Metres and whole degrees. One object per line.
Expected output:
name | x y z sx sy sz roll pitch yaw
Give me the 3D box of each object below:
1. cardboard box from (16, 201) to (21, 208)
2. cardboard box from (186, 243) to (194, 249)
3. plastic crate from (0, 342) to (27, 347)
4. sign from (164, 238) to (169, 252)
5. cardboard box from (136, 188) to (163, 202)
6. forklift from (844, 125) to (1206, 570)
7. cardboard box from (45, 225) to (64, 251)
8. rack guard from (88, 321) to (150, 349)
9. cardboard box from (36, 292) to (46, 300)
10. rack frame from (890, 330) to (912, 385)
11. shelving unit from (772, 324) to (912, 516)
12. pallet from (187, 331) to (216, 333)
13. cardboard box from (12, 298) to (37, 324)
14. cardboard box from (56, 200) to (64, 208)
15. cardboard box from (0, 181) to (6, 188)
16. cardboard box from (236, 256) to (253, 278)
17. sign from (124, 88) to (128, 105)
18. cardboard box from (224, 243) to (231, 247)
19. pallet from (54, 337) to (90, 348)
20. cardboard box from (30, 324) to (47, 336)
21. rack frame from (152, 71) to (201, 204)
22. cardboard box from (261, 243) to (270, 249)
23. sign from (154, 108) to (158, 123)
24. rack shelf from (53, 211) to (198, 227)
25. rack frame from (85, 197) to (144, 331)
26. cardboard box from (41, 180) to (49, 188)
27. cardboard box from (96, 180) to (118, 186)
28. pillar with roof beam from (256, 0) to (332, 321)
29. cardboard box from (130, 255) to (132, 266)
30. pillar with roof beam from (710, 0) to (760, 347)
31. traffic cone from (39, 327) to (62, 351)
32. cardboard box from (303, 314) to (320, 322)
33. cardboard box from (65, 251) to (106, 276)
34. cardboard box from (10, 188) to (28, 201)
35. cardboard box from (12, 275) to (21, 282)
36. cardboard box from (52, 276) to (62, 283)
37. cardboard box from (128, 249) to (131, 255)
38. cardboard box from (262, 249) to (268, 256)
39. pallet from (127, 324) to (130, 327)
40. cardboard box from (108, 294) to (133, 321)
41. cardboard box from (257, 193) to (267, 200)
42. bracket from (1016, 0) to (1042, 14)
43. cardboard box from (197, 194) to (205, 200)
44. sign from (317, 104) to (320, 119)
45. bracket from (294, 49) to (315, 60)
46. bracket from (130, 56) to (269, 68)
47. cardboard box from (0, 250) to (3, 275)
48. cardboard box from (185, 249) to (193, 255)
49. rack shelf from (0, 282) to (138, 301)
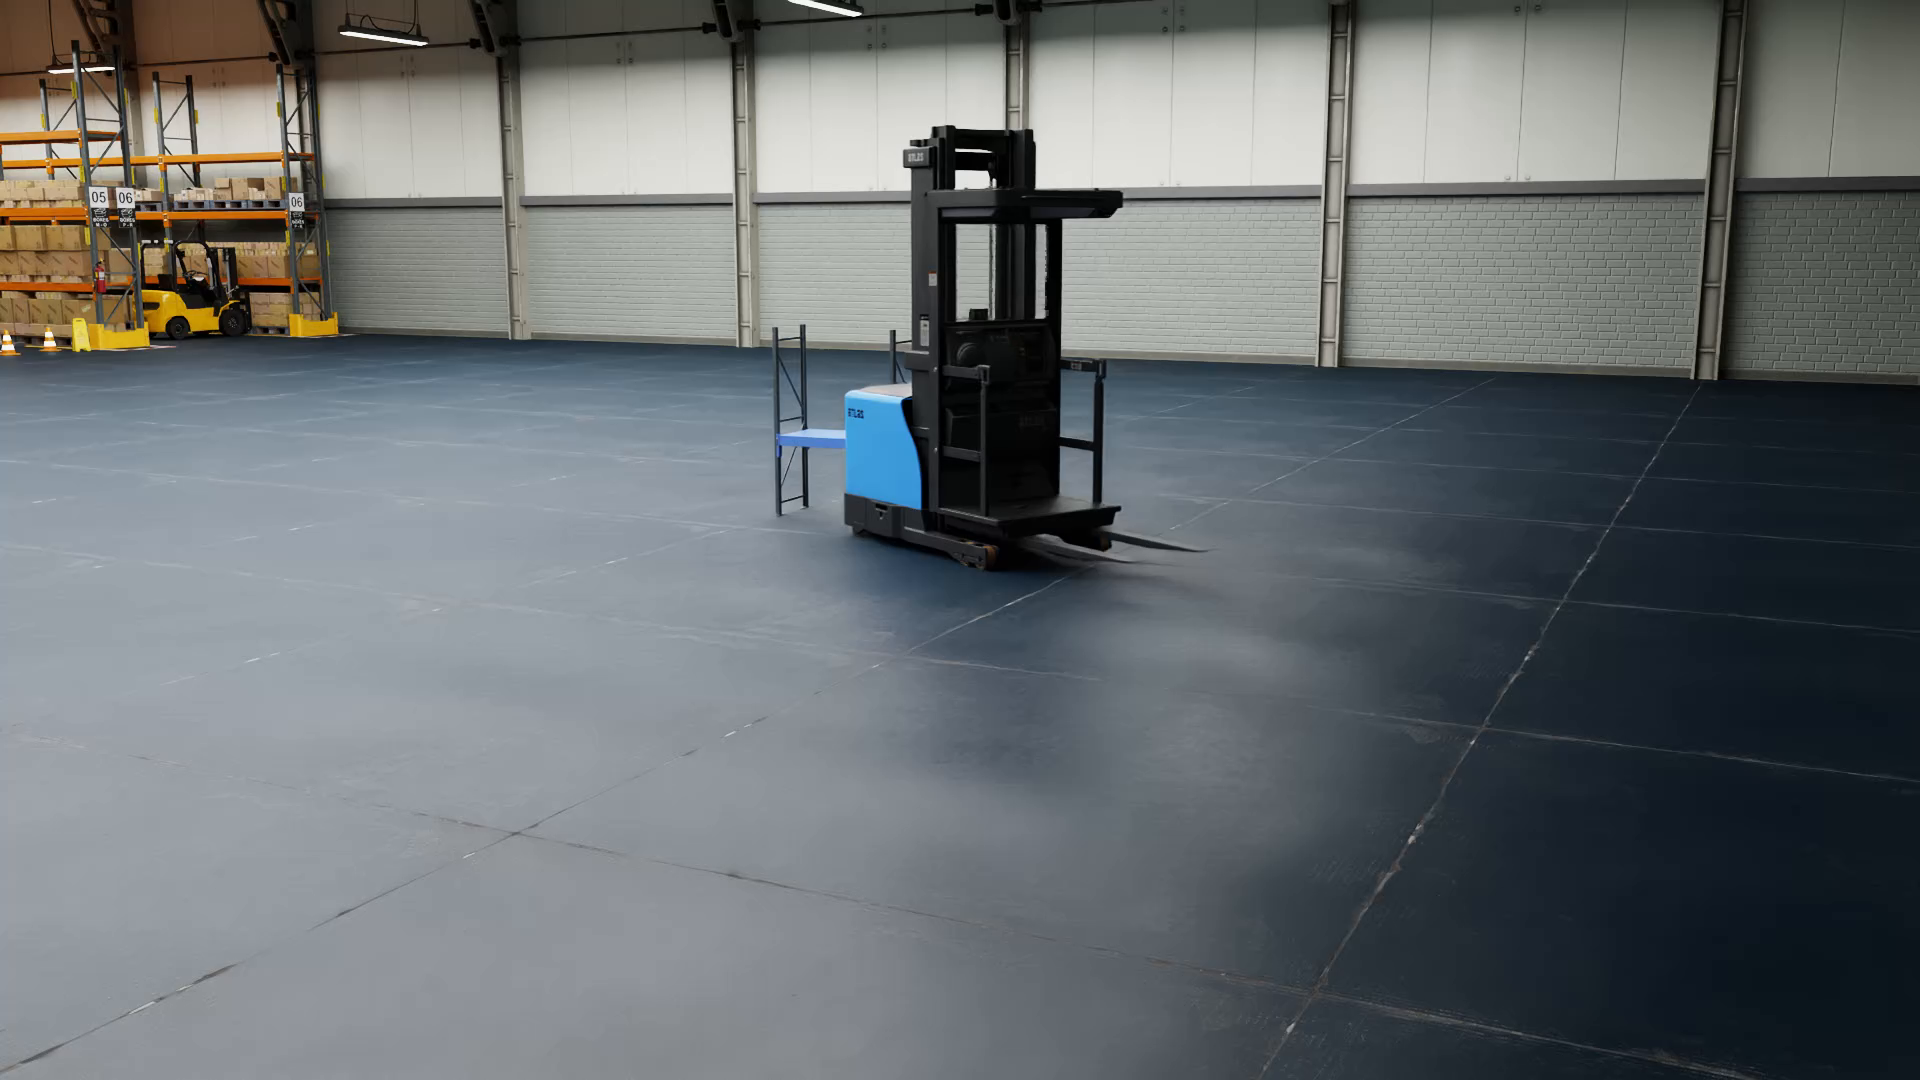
cardboard box | -19.107 -6.885 34.130 0.250 0.149 0.380 5 11 26
cardboard box | -18.033 -6.950 39.270 0.250 0.149 0.380 5 11 27
plastic crate | -19.618 -4.026 34.253 0.583 0.080 0.402 1 10 6
sign | -18.701 -6.954 39.203 0.005 0.325 0.100 5 11 26
cardboard box | -19.227 -8.217 39.577 0.500 0.311 0.500 5 11 24
forklift | 0.407 -1.338 11.393 1.130 2.935 3.031 -7 13 -36
cardboard box | -18.081 -6.137 33.791 0.500 0.500 0.700 5 11 26
rack guard | -17.144 -4.179 33.914 0.348 0.500 1.175 5 11 26
cardboard box | -18.728 -5.025 34.189 0.250 0.149 0.380 6 12 28
rack frame | -0.424 -0.899 12.985 0.032 1.500 0.500 4 11 22
shelving unit | -0.892 -0.934 13.179 1.048 1.500 0.538 4 11 22
pallet | -17.775 -5.069 39.647 1.213 0.211 1.003 5 11 26
cardboard box | -19.304 -4.769 34.596 0.500 0.500 0.500 6 12 29
cardboard box | -17.980 -6.779 33.548 0.250 0.149 0.380 5 12 28
cardboard box | -19.577 -7.311 34.247 0.250 0.149 0.380 5 11 24
cardboard box | -16.361 -6.324 38.471 0.500 0.500 0.500 5 11 25
sign | -16.835 -8.940 33.513 0.005 0.325 0.100 5 11 26
cardboard box | -16.893 -6.847 38.704 0.250 0.149 0.380 5 11 26
pallet | -17.857 -4.106 34.325 1.213 0.211 1.003 5 11 26
cardboard box | -18.852 -4.359 34.436 0.500 0.250 0.500 5 11 24
rack frame | -18.470 -9.463 39.248 0.127 3.000 1.000 5 11 26
cardboard box | -15.779 -6.736 38.087 0.250 0.149 0.380 5 12 27
sign | -18.699 -9.874 38.674 0.005 0.325 0.100 5 11 26
rack shelf | -20.263 -7.790 40.450 4.000 0.370 1.077 5 11 26
rack frame | -17.076 -5.403 33.659 0.127 3.000 1.000 5 11 26
cardboard box | -18.382 -7.219 33.739 0.250 0.149 0.380 5 11 26
cardboard box | -17.304 -7.208 33.678 0.250 0.149 0.380 5 11 25
pillar with roof beam | -17.013 -8.659 34.806 0.548 9.000 9.100 5 11 26
cardboard box | -19.944 -6.761 40.184 0.500 0.250 0.500 5 12 27
pillar with roof beam | -6.252 -7.713 29.581 0.548 9.000 9.100 5 11 26
traffic cone | -18.032 -3.982 32.933 0.334 0.463 0.336 5 11 26
cardboard box | -15.237 -5.119 38.634 0.500 0.250 0.500 5 11 26
cardboard box | -17.684 -5.597 33.616 0.500 0.500 0.500 5 11 25
cardboard box | -19.026 -7.068 34.023 0.500 0.250 0.500 5 11 26
cardboard box | -19.379 -5.416 34.437 0.250 0.149 0.380 5 11 26
cardboard box | -18.247 -5.316 33.883 0.250 0.149 0.380 5 12 27
cardboard box | -19.812 -6.946 40.084 0.250 0.149 0.380 5 11 24
cardboard box | -15.766 -6.592 38.130 0.250 0.149 0.380 5 12 27
pallet | -21.336 -5.383 41.379 1.213 0.211 1.003 5 11 26
cardboard box | -20.310 -5.710 40.844 0.625 0.625 0.875 5 11 23
cardboard box | -15.760 -7.821 37.842 0.250 0.149 0.380 5 11 24
bracket | 1.249 -9.610 29.953 0.430 0.232 0.235 5 11 26
cardboard box | -17.513 -7.975 38.693 0.250 0.149 0.380 5 12 28
sign | -14.632 -9.773 37.896 0.005 0.325 0.100 5 11 26
bracket | -14.893 -11.028 37.790 0.430 0.232 0.235 5 11 26
bracket | -17.948 -11.297 39.273 4.783 0.066 0.076 5 11 26
cardboard box | -19.931 -5.798 34.729 0.500 0.500 0.500 5 11 26
cardboard box | -18.067 -6.792 39.233 0.250 0.149 0.380 5 12 27
rack shelf | -18.869 -5.206 34.593 4.000 0.370 1.077 5 11 26
